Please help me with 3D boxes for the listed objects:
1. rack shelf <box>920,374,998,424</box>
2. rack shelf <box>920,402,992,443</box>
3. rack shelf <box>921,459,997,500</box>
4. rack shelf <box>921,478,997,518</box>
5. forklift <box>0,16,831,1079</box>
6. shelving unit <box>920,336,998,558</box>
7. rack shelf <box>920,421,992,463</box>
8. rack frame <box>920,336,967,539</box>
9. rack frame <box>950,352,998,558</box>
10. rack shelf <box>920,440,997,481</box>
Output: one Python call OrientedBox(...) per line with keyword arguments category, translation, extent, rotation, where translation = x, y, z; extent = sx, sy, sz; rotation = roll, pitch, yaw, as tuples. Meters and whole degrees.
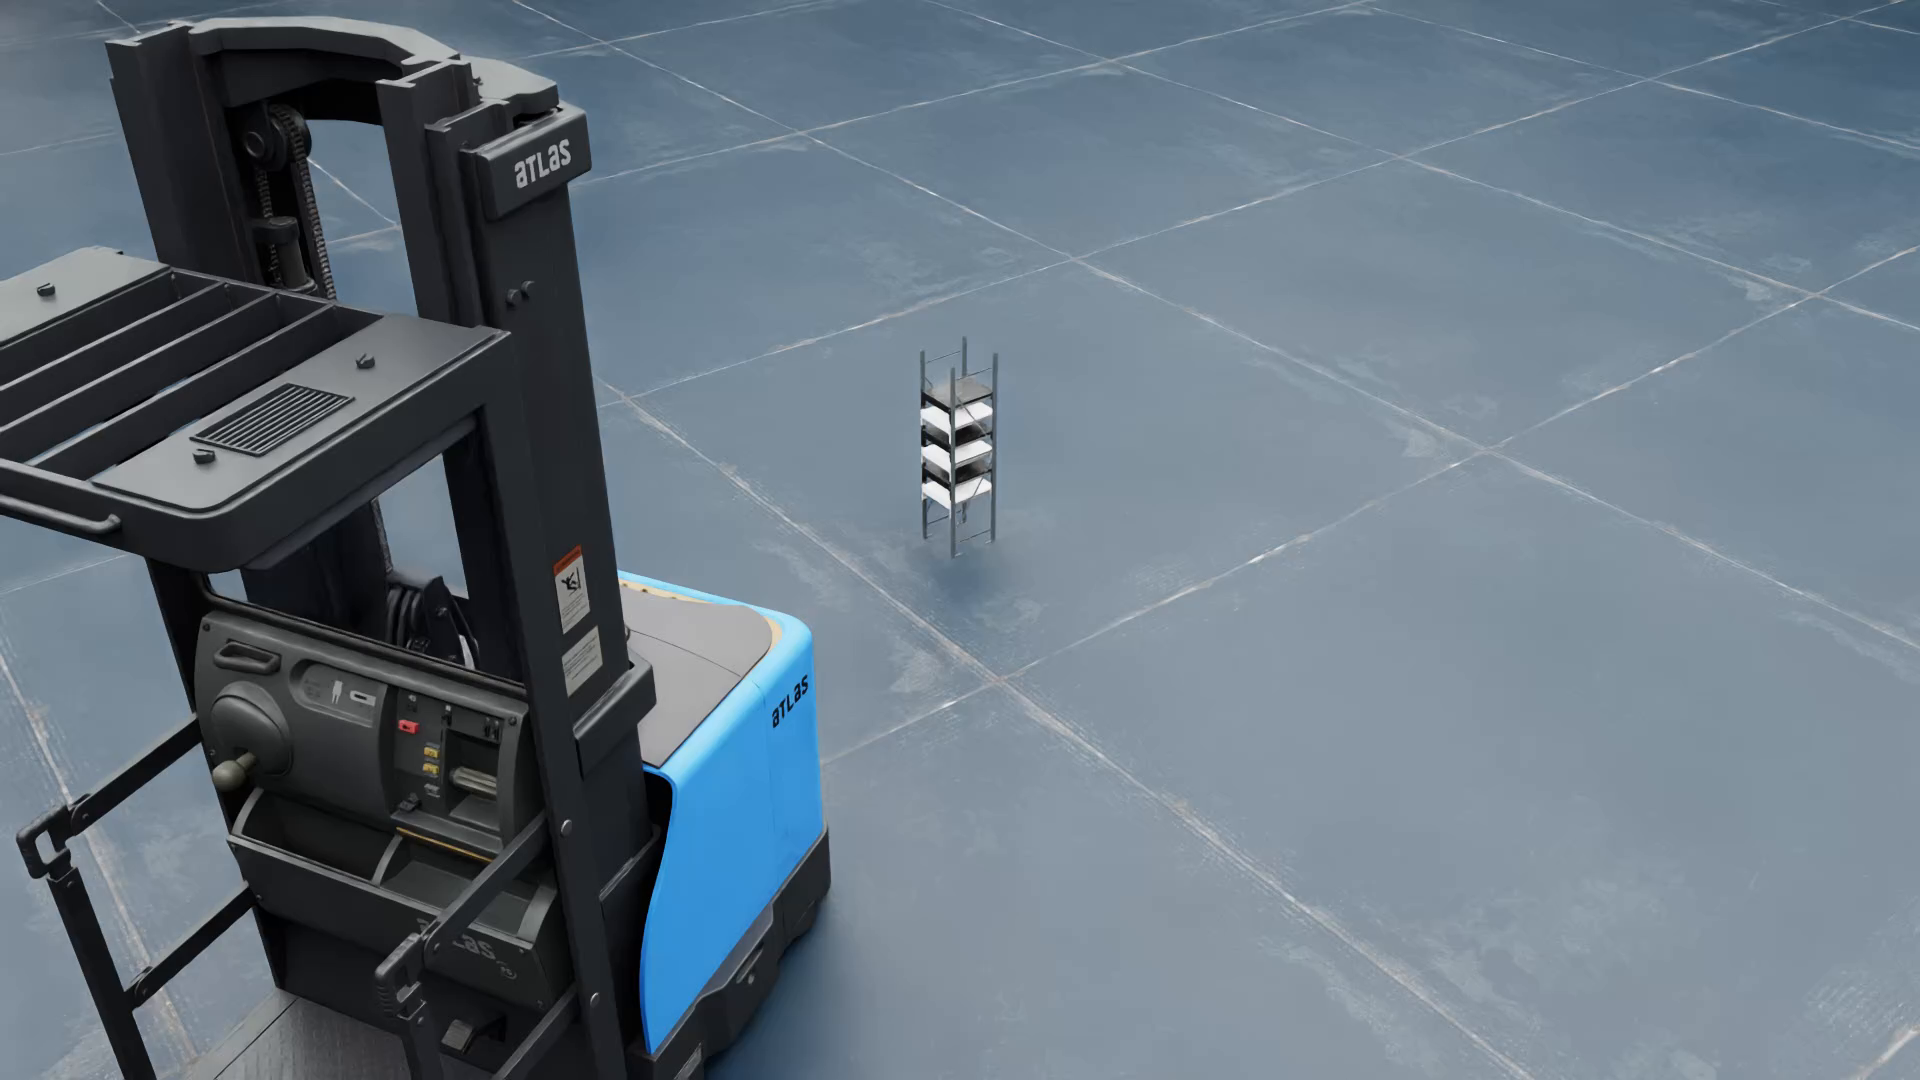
OrientedBox(category="rack shelf", translation=(-0.005, -0.587, 6.893), extent=(0.258, 0.077, 0.200), rotation=(-22, 38, -31))
OrientedBox(category="rack shelf", translation=(-0.005, -0.510, 6.941), extent=(0.258, 0.077, 0.200), rotation=(-22, 38, -31))
OrientedBox(category="rack shelf", translation=(-0.005, -0.281, 7.083), extent=(0.258, 0.077, 0.200), rotation=(-22, 38, -31))
OrientedBox(category="rack shelf", translation=(-0.005, -0.204, 7.131), extent=(0.258, 0.077, 0.200), rotation=(-22, 38, -31))
OrientedBox(category="forklift", translation=(-1.475, 0.505, 3.659), extent=(1.130, 2.935, 3.031), rotation=(13, 34, 20))
OrientedBox(category="shelving unit", translation=(-0.005, -0.386, 7.018), extent=(0.258, 0.900, 0.210), rotation=(-22, 38, -31))
OrientedBox(category="rack shelf", translation=(-0.005, -0.434, 6.988), extent=(0.258, 0.077, 0.200), rotation=(-22, 38, -31))
OrientedBox(category="rack frame", translation=(-0.067, -0.428, 7.086), extent=(0.240, 0.900, 0.006), rotation=(-22, 38, -31))
OrientedBox(category="rack frame", translation=(0.057, -0.343, 6.950), extent=(0.240, 0.900, 0.006), rotation=(-22, 38, -31))
OrientedBox(category="rack shelf", translation=(-0.005, -0.357, 7.036), extent=(0.258, 0.077, 0.200), rotation=(-22, 38, -31))
